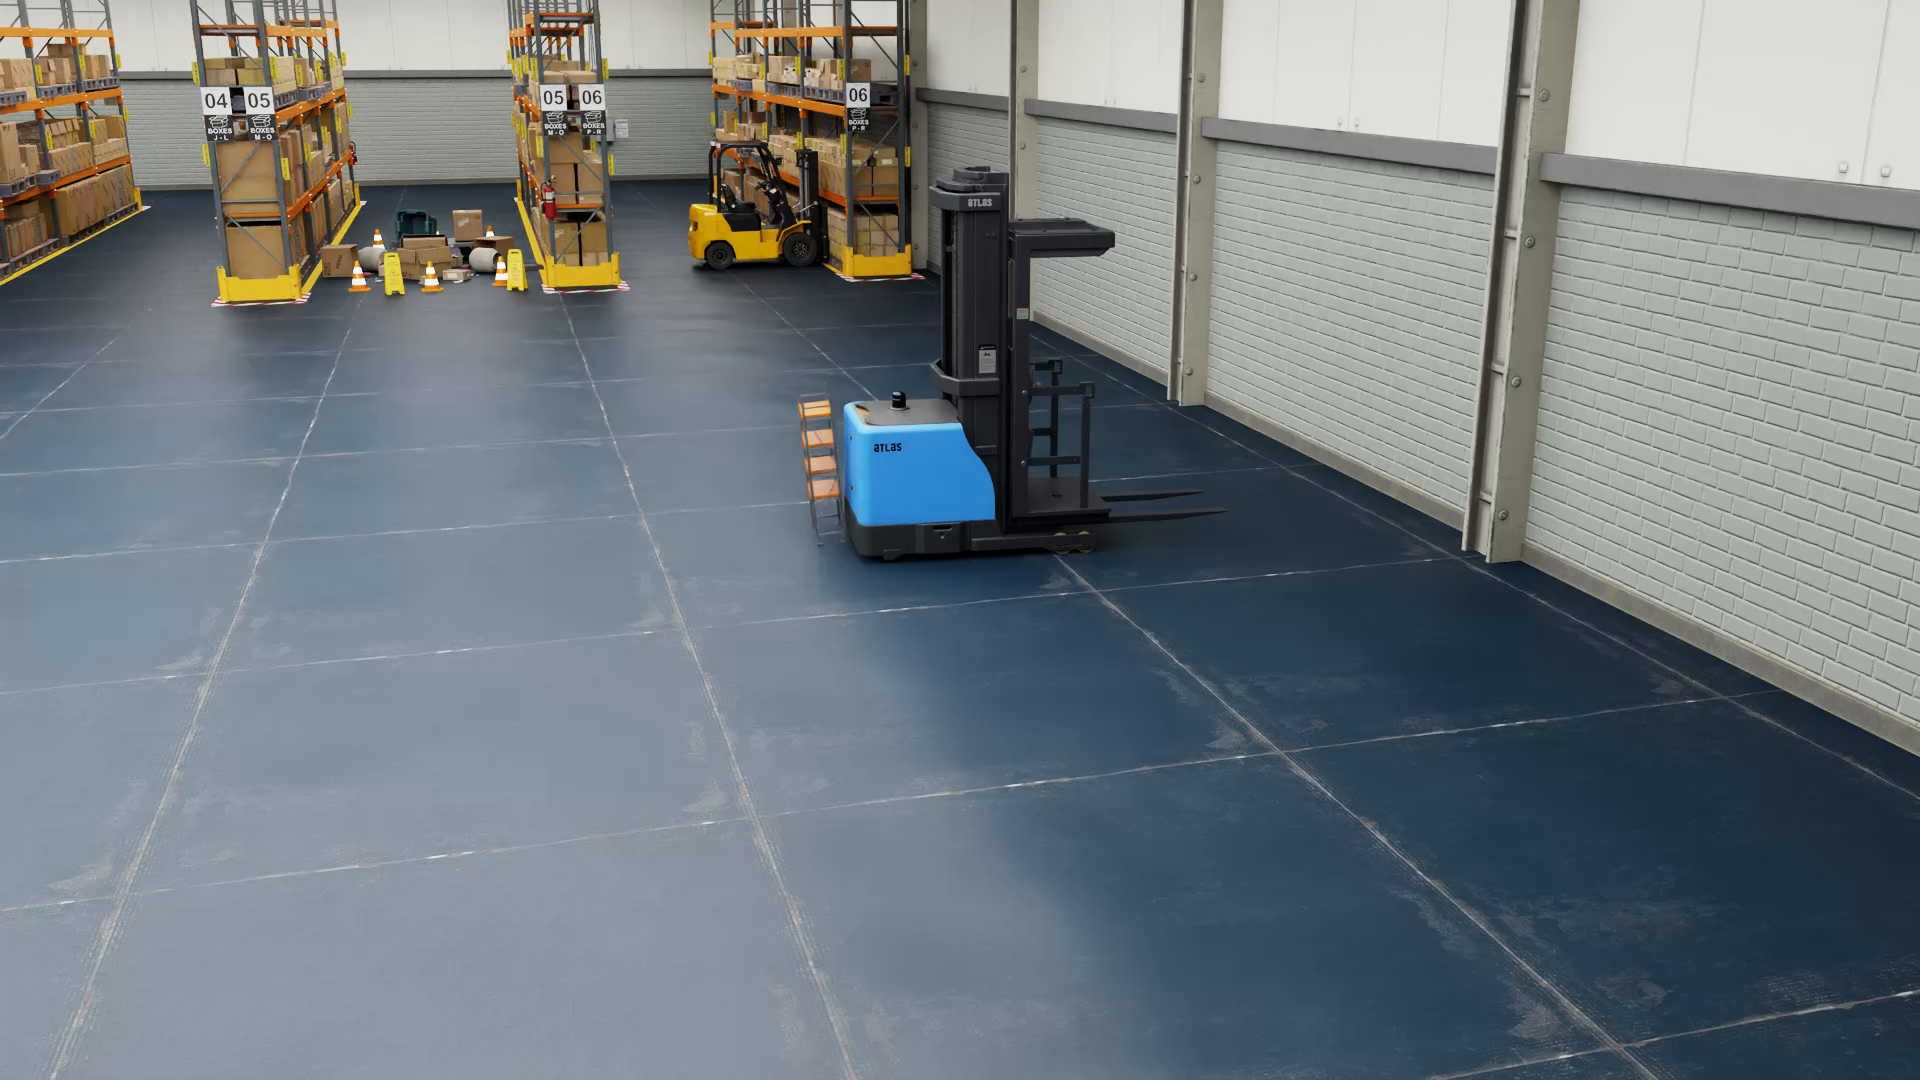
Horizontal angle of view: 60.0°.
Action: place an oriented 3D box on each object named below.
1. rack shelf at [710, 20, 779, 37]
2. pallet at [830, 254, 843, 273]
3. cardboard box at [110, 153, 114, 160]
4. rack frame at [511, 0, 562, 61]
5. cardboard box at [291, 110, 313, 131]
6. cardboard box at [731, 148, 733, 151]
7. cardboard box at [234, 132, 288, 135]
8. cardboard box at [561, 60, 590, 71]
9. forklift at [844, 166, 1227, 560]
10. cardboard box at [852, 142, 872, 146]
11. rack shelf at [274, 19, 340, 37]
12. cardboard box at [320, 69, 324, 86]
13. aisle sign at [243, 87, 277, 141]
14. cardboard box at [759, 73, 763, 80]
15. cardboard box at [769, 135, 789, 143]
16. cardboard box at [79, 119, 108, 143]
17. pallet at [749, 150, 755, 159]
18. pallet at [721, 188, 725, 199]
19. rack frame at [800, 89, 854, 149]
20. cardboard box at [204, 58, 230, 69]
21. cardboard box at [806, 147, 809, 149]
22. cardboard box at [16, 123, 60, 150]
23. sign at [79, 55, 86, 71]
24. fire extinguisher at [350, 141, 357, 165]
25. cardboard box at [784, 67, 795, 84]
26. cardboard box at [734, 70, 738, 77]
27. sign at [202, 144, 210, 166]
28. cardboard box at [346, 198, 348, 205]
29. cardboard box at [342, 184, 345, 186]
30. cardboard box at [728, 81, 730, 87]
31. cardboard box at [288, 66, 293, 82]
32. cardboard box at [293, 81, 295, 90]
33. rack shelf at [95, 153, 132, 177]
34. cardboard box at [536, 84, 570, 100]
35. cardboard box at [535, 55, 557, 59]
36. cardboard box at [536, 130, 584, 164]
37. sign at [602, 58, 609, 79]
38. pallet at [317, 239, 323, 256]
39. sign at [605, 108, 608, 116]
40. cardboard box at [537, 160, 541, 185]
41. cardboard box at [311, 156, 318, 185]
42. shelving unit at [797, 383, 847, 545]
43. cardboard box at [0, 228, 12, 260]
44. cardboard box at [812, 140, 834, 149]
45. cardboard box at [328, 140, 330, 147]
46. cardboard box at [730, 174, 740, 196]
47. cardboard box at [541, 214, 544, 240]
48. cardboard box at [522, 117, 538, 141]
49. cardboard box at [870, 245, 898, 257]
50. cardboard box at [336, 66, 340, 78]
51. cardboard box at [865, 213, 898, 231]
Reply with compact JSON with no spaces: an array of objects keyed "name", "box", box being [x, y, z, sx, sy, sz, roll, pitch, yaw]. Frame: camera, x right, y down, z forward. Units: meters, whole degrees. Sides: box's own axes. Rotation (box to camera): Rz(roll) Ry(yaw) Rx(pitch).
[{"name":"rack shelf","box":[-5.284,-12.439,40.476,1.077,0.370,4.000,-5,17,-15]},{"name":"pallet","box":[-1.687,-4.912,29.437,1.003,0.211,1.213,-5,17,-15]},{"name":"cardboard box","box":[-19.226,-8.600,37.306,0.380,0.149,0.250,-5,17,-17]},{"name":"rack frame","box":[-9.506,-11.838,37.220,1.000,3.000,0.127,-5,17,-15]},{"name":"cardboard box","box":[-14.627,-9.323,36.848,0.500,0.500,0.500,-5,18,-17]},{"name":"cardboard box","box":[-5.395,-9.590,40.600,0.380,0.149,0.250,-5,17,-16]},{"name":"cardboard box","box":[-11.691,-6.514,27.785,0.875,0.550,0.550,-5,17,-15]},{"name":"cardboard box","box":[-7.229,-8.888,31.274,0.500,0.250,0.500,-5,17,-16]},{"name":"forklift","box":[0.618,-1.438,13.145,3.031,2.935,1.130,-3,17,-11]},{"name":"cardboard box","box":[-1.797,-7.153,30.232,0.380,0.149,0.250,-4,17,-14]},{"name":"rack shelf","box":[-14.787,-11.626,37.770,1.077,0.370,4.000,-5,17,-15]},{"name":"cardboard box","box":[-13.326,-9.378,34.071,0.500,0.500,0.500,-5,17,-15]},{"name":"aisle sign","box":[-10.632,-6.475,25.277,0.394,0.787,0.004,-5,17,-15]},{"name":"cardboard box","box":[-4.174,-10.100,36.215,0.380,0.149,0.250,-5,17,-15]},{"name":"cardboard box","box":[-3.831,-8.499,35.231,0.380,0.149,0.250,-4,17,-14]},{"name":"cardboard box","box":[-19.195,-9.044,36.787,0.500,0.500,0.500,-5,18,-17]},{"name":"pallet","box":[-4.174,-8.698,37.527,1.003,0.211,1.213,-5,17,-15]},{"name":"pallet","box":[-5.593,-8.888,42.674,1.003,0.211,1.213,-5,17,-15]},{"name":"rack frame","box":[-2.536,-7.146,32.026,1.000,3.000,0.127,-5,17,-15]},{"name":"cardboard box","box":[-11.426,-7.309,25.503,0.380,0.149,0.250,-5,17,-15]},{"name":"cardboard box","box":[-2.701,-7.395,31.556,0.380,0.149,0.250,-5,17,-16]},{"name":"cardboard box","box":[-18.297,-7.987,32.911,0.797,0.503,0.637,-4,17,-14]},{"name":"sign","box":[-18.515,-10.062,35.075,0.100,0.325,0.005,-5,17,-15]},{"name":"fire extinguisher","box":[-14.962,-9.543,40.789,0.296,0.674,0.183,-5,17,-15]},{"name":"cardboard box","box":[-3.180,-9.182,32.842,0.500,0.311,0.500,-5,18,-17]},{"name":"cardboard box","box":[-4.997,-10.735,38.296,0.380,0.149,0.250,-5,17,-15]},{"name":"sign","box":[-11.465,-5.855,25.306,0.100,0.325,0.005,-5,17,-15]},{"name":"cardboard box","box":[-14.424,-7.863,38.641,0.380,0.149,0.250,-5,17,-17]},{"name":"cardboard box","box":[-14.538,-8.212,38.769,0.380,0.149,0.250,-5,17,-15]},{"name":"cardboard box","box":[-5.430,-11.107,40.438,0.380,0.149,0.250,-5,17,-15]},{"name":"cardboard box","box":[-11.518,-7.833,27.941,0.500,0.250,0.500,-5,17,-15]},{"name":"cardboard box","box":[-11.562,-7.753,28.367,0.380,0.149,0.250,-4,17,-14]},{"name":"rack shelf","box":[-19.584,-8.390,37.420,1.077,0.370,4.000,-5,17,-15]},{"name":"cardboard box","box":[-6.608,-7.273,26.980,0.500,0.250,0.500,-5,17,-16]},{"name":"cardboard box","box":[-9.466,-10.878,38.159,0.500,0.500,0.500,-4,17,-14]},{"name":"cardboard box","box":[-6.558,-6.439,27.245,0.700,0.500,0.500,-5,17,-17]},{"name":"sign","box":[-5.686,-7.544,26.619,0.100,0.325,0.005,-5,17,-15]},{"name":"pallet","box":[-12.662,-5.543,31.538,1.003,0.211,1.213,-5,17,-15]},{"name":"sign","box":[-10.227,-12.203,47.429,0.339,0.242,0.001,-5,17,-15]},{"name":"cardboard box","box":[-7.169,-6.522,29.259,0.500,0.500,0.500,-5,17,-16]},{"name":"cardboard box","box":[-12.199,-6.826,30.787,0.500,0.500,0.500,-5,17,-16]},{"name":"shelving unit","box":[-1.114,-0.616,13.384,0.258,1.200,0.503,-7,17,-7]},{"name":"cardboard box","box":[-16.984,-5.154,28.975,0.700,0.500,0.500,-6,18,-20]},{"name":"cardboard box","box":[-2.524,-7.321,30.790,0.380,0.149,0.250,-4,17,-14]},{"name":"cardboard box","box":[-13.799,-8.533,35.834,0.380,0.149,0.250,-4,17,-13]},{"name":"cardboard box","box":[-5.274,-8.765,41.034,0.700,0.500,0.500,-5,18,-17]},{"name":"cardboard box","box":[-7.246,-5.664,29.839,0.500,0.500,0.500,-4,17,-13]},{"name":"cardboard box","box":[-9.079,-8.787,35.578,0.500,0.500,0.500,-5,17,-15]},{"name":"cardboard box","box":[-1.383,-5.075,29.182,0.500,0.250,0.500,-5,17,-15]},{"name":"cardboard box","box":[-14.686,-10.866,38.588,0.500,0.250,0.500,-4,17,-14]},{"name":"cardboard box","box":[-1.387,-5.550,29.026,0.500,0.250,0.500,-5,17,-16]}]
